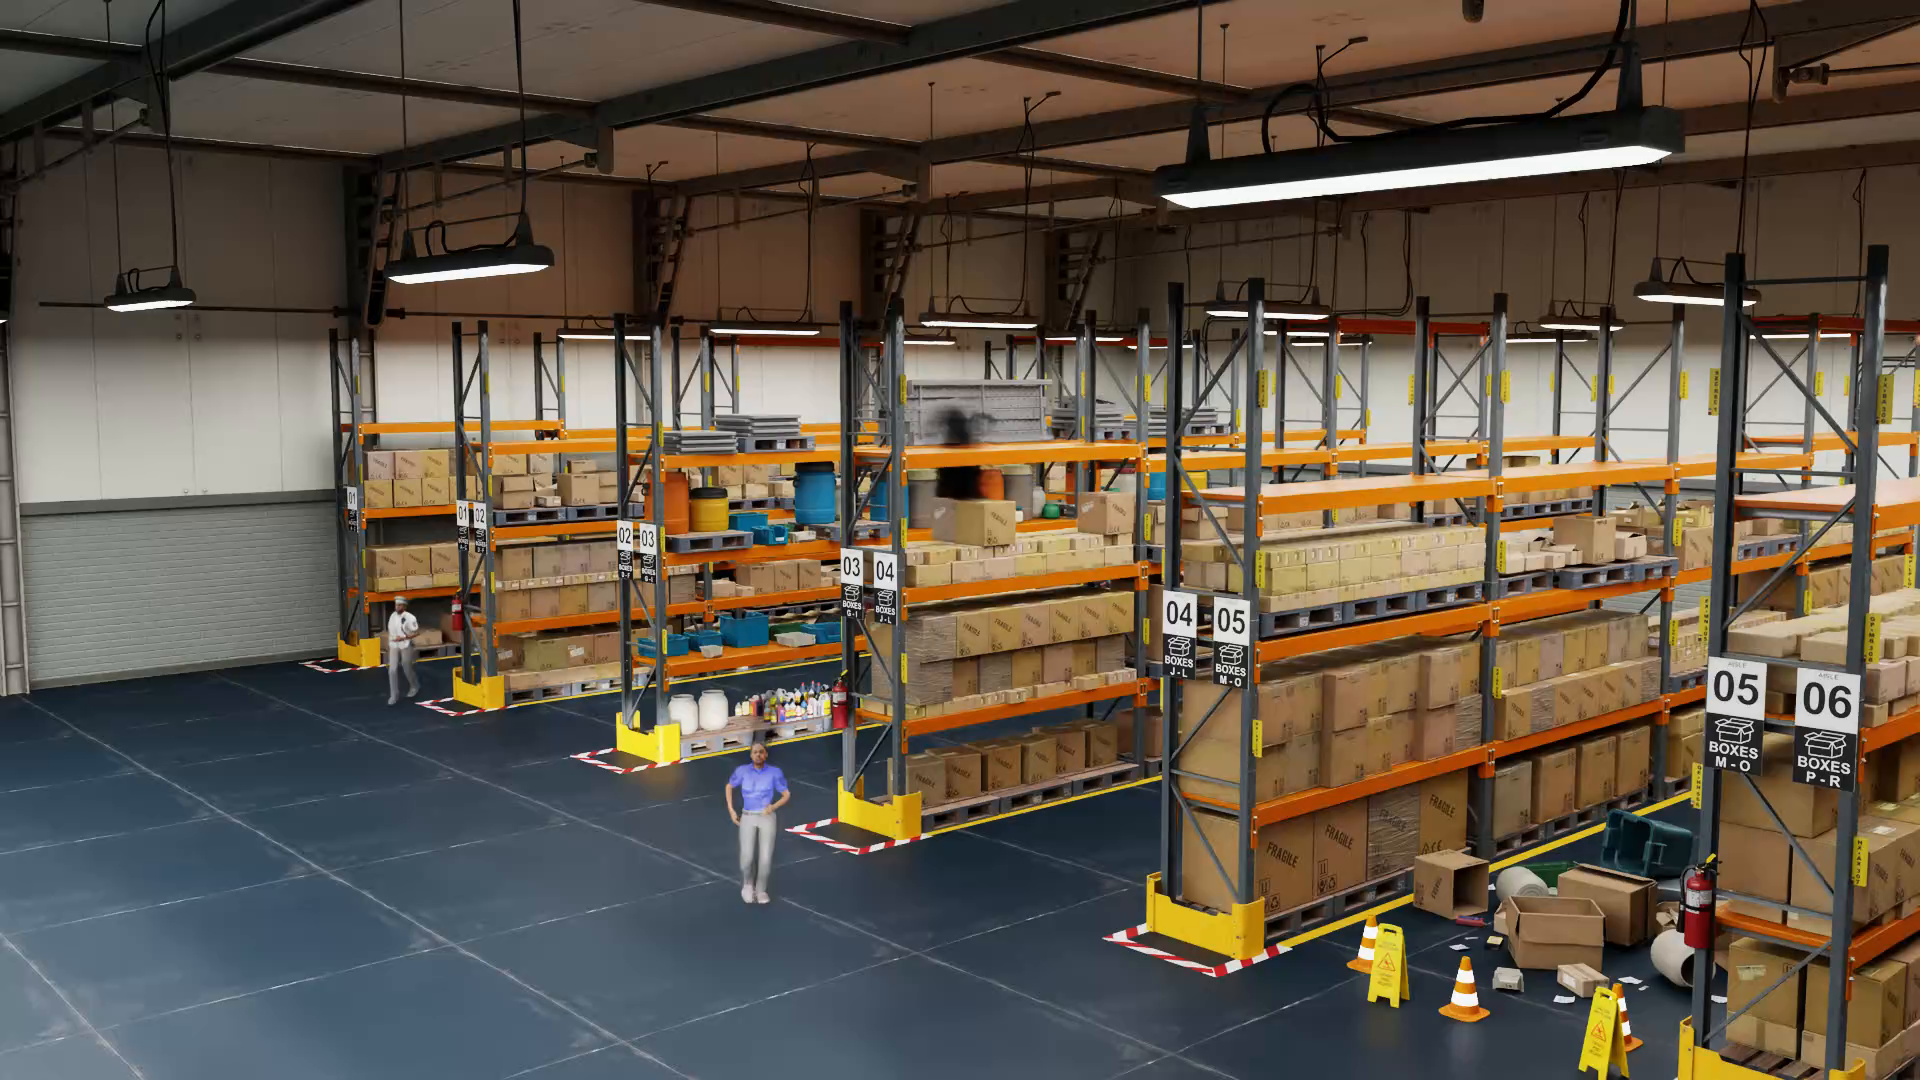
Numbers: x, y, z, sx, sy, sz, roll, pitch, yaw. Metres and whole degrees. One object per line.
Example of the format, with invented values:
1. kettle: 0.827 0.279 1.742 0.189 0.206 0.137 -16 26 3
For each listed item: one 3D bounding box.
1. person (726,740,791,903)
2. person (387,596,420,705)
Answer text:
1. person: -1.960 2.754 16.144 0.633 1.621 0.543 0 6 -4
2. person: -8.824 1.707 26.325 0.569 1.671 0.842 1 6 6
